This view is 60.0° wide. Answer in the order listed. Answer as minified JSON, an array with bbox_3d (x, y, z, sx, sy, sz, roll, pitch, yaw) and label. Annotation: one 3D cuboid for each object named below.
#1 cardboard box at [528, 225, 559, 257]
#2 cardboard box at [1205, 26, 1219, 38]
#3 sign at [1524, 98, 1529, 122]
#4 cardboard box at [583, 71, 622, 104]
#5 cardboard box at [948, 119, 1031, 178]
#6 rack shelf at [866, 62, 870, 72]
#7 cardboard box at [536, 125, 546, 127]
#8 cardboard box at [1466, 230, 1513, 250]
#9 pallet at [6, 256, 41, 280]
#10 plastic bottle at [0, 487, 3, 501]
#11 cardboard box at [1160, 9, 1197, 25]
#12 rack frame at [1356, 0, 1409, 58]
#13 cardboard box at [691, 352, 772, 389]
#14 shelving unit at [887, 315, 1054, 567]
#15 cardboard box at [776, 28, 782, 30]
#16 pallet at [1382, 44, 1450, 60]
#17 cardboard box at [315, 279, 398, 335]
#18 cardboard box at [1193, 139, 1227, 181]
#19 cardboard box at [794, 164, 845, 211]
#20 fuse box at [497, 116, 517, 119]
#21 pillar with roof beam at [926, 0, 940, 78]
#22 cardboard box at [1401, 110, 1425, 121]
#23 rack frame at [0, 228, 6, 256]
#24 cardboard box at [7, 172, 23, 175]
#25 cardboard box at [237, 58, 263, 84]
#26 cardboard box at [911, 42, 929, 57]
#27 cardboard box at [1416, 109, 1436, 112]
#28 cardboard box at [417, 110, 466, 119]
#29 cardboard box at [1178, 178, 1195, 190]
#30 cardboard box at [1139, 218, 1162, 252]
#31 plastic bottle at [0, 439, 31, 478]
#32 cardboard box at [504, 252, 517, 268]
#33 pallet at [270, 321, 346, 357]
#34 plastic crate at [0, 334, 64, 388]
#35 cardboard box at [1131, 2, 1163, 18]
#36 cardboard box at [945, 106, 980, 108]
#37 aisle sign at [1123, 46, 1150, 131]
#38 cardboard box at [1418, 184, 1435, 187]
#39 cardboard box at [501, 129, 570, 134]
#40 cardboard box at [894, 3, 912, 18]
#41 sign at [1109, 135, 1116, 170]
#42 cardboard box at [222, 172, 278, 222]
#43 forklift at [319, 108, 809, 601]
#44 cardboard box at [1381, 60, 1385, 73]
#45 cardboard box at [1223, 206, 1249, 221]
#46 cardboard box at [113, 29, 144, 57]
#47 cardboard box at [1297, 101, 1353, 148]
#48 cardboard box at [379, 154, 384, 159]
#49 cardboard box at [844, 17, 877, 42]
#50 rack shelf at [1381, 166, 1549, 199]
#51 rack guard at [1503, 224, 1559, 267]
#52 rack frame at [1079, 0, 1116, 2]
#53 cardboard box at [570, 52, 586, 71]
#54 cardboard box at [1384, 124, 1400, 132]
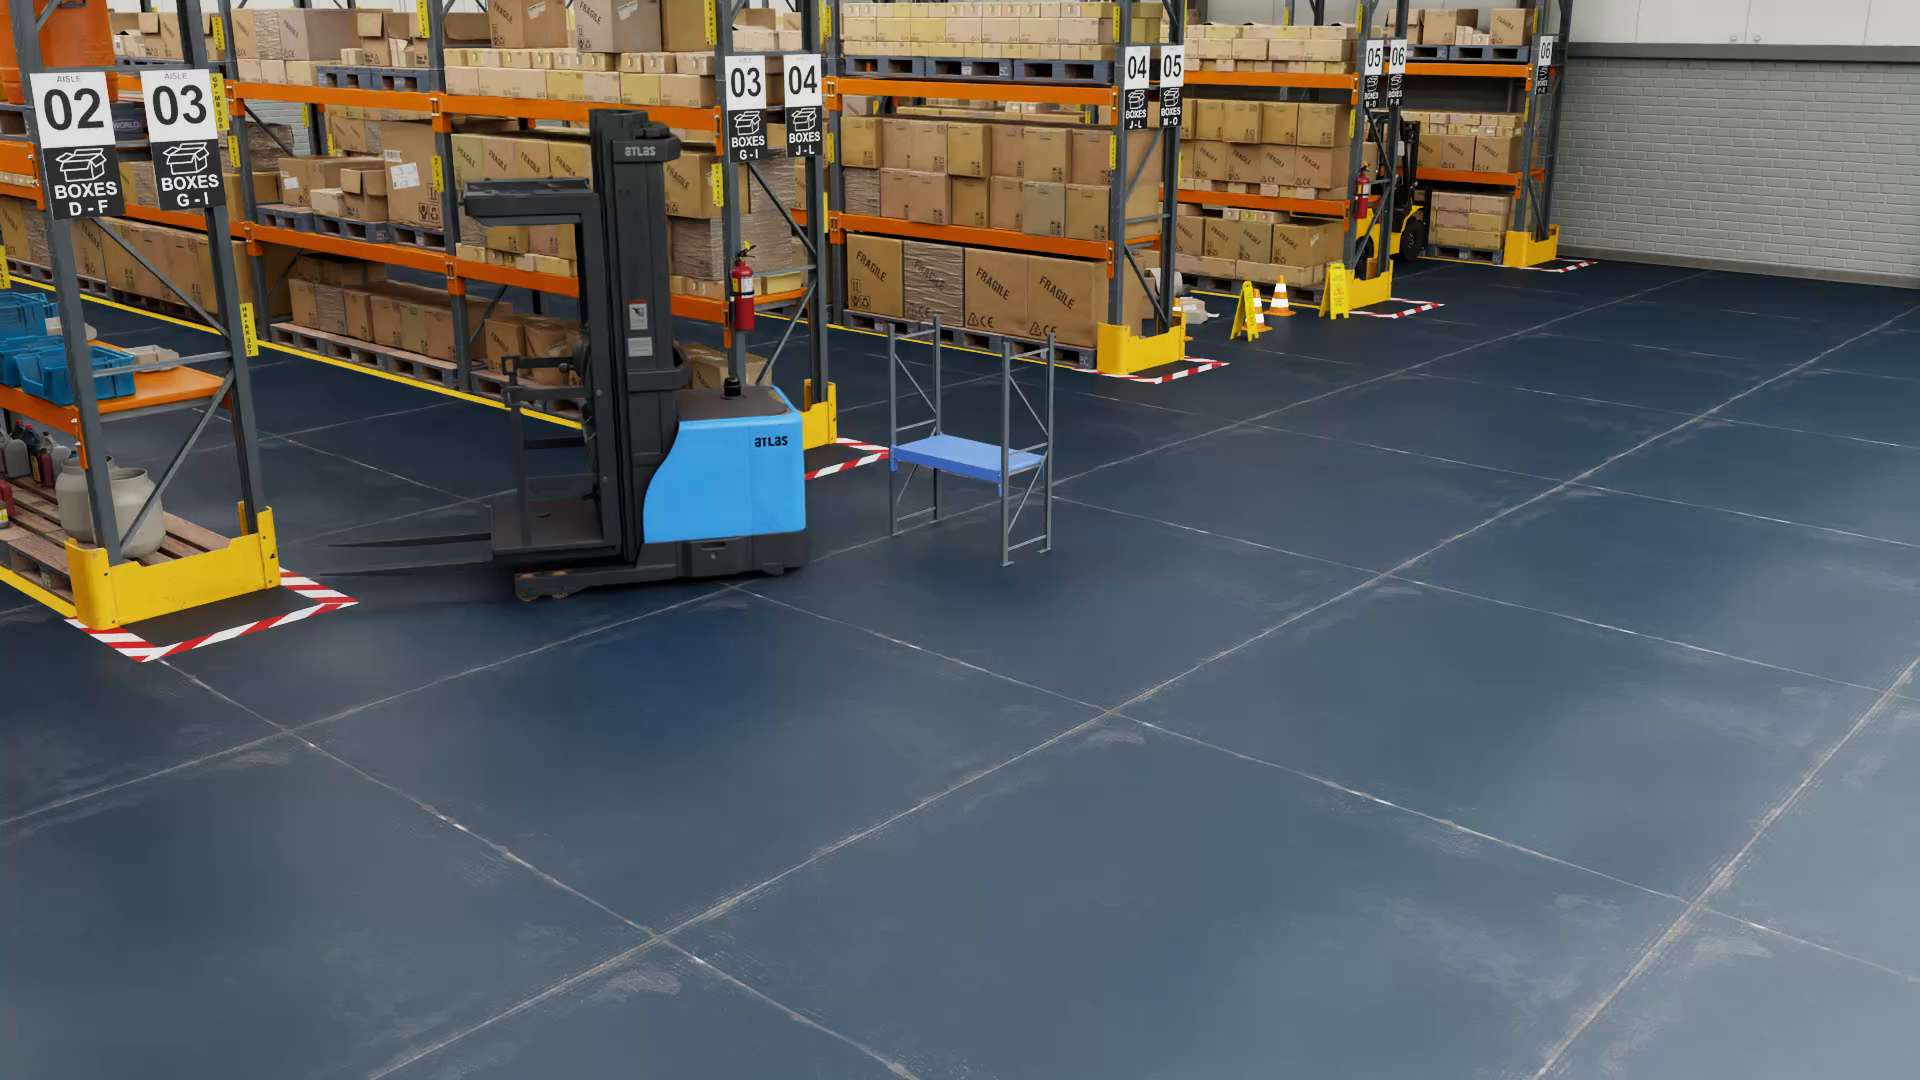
[{"bbox_3d":[-3.396,-2.867,15.029,0.500,0.500,0.875,15,23,39],"label":"cardboard box"},{"bbox_3d":[3.331,-6.469,21.176,0.250,0.149,0.380,16,23,40],"label":"cardboard box"},{"bbox_3d":[8.008,-6.075,23.490,0.005,0.325,0.100,15,23,39],"label":"sign"},{"bbox_3d":[-2.774,-3.766,13.810,0.500,0.250,0.500,16,23,40],"label":"cardboard box"},{"bbox_3d":[0.341,-4.246,17.998,0.500,0.550,0.875,15,23,39],"label":"cardboard box"},{"bbox_3d":[-2.393,-7.501,26.520,4.000,0.370,1.077,15,23,39],"label":"rack shelf"},{"bbox_3d":[-6.079,-5.845,23.807,0.250,0.149,0.380,15,23,39],"label":"cardboard box"},{"bbox_3d":[7.817,-4.443,24.504,0.500,0.250,0.500,15,23,40],"label":"cardboard box"},{"bbox_3d":[-12.808,-3.905,23.568,1.213,0.211,1.003,15,23,39],"label":"pallet"},{"bbox_3d":[-6.614,-0.282,11.316,0.135,0.276,0.152,15,23,40],"label":"plastic bottle"},{"bbox_3d":[3.536,-8.457,27.317,0.500,0.500,0.500,16,23,41],"label":"cardboard box"},{"bbox_3d":[5.087,-7.266,19.631,0.127,3.000,1.000,15,23,39],"label":"rack frame"},{"bbox_3d":[-1.947,-1.302,14.195,0.500,0.500,0.500,-13,22,-36],"label":"cardboard box"},{"bbox_3d":[0.064,-0.698,11.331,1.048,1.500,0.538,15,23,39],"label":"shelving unit"},{"bbox_3d":[-2.755,-7.936,26.228,0.396,0.266,0.258,-16,24,-41],"label":"cardboard box"},{"bbox_3d":[6.950,-7.311,24.876,1.213,0.211,1.003,15,23,39],"label":"pallet"},{"bbox_3d":[-6.537,-2.551,18.095,0.500,0.500,0.700,13,22,35],"label":"cardboard box"},{"bbox_3d":[3.388,-4.952,21.598,0.500,0.500,0.500,15,23,40],"label":"cardboard box"},{"bbox_3d":[-1.683,-4.162,19.600,0.500,0.500,0.500,15,23,39],"label":"cardboard box"},{"bbox_3d":[-9.610,-8.578,35.812,0.414,1.711,0.539,15,23,39],"label":"fuse box"},{"bbox_3d":[-3.377,-10.169,28.778,0.400,9.000,9.100,15,23,39],"label":"pillar with roof beam"},{"bbox_3d":[6.820,-6.360,24.964,0.250,0.149,0.380,15,23,40],"label":"cardboard box"},{"bbox_3d":[-13.458,-5.377,23.596,0.127,3.000,1.000,15,23,39],"label":"rack frame"},{"bbox_3d":[-12.512,-5.085,22.433,0.500,0.250,0.500,14,22,37],"label":"cardboard box"},{"bbox_3d":[-7.292,-4.977,17.625,0.500,0.250,0.500,16,23,40],"label":"cardboard box"},{"bbox_3d":[-0.306,-5.273,17.867,0.250,0.149,0.380,15,23,38],"label":"cardboard box"},{"bbox_3d":[7.131,-6.462,25.285,0.250,0.149,0.380,15,23,40],"label":"cardboard box"},{"bbox_3d":[-7.630,-6.375,24.431,0.500,0.500,0.500,14,22,37],"label":"cardboard box"},{"bbox_3d":[3.068,-4.695,21.863,0.250,0.149,0.380,15,23,40],"label":"cardboard box"},{"bbox_3d":[2.765,-4.172,22.412,0.500,0.500,0.500,16,24,41],"label":"cardboard box"},{"bbox_3d":[-7.034,-0.617,12.374,0.135,0.276,0.152,15,23,39],"label":"plastic bottle"},{"bbox_3d":[-3.945,-2.592,15.234,0.250,0.149,0.380,15,23,39],"label":"cardboard box"},{"bbox_3d":[-6.891,-2.284,18.461,1.213,0.211,1.003,15,23,39],"label":"pallet"},{"bbox_3d":[-5.834,-1.138,10.483,0.408,0.251,0.499,15,23,39],"label":"plastic crate"},{"bbox_3d":[1.838,-5.343,16.768,0.250,0.149,0.380,15,23,40],"label":"cardboard box"},{"bbox_3d":[0.022,-6.273,25.067,0.500,0.500,0.500,15,23,38],"label":"cardboard box"},{"bbox_3d":[1.730,-4.423,16.293,0.004,0.787,0.394,15,23,39],"label":"aisle sign"},{"bbox_3d":[7.023,-5.343,25.686,0.500,0.250,0.500,14,23,38],"label":"cardboard box"},{"bbox_3d":[-3.964,-3.606,15.704,0.500,0.500,0.500,15,23,39],"label":"cardboard box"},{"bbox_3d":[-0.498,-5.705,17.907,0.250,0.149,0.380,15,23,38],"label":"cardboard box"},{"bbox_3d":[1.506,-3.811,16.356,0.005,0.325,0.100,15,23,39],"label":"sign"},{"bbox_3d":[-8.008,-3.861,18.655,0.500,0.500,0.500,16,24,41],"label":"cardboard box"},{"bbox_3d":[-2.568,-1.192,10.523,3.031,2.935,1.130,-5,18,-15],"label":"forklift"},{"bbox_3d":[5.054,-5.857,20.564,0.250,0.149,0.380,15,23,39],"label":"cardboard box"},{"bbox_3d":[3.613,-4.228,21.514,0.250,0.149,0.380,16,24,42],"label":"cardboard box"},{"bbox_3d":[-9.706,-5.921,19.803,0.500,0.311,0.500,14,22,37],"label":"cardboard box"},{"bbox_3d":[4.560,-5.126,20.494,0.500,0.500,0.700,14,23,38],"label":"cardboard box"},{"bbox_3d":[-8.685,-5.858,25.527,0.250,0.149,0.380,16,23,40],"label":"cardboard box"},{"bbox_3d":[-0.935,-5.656,18.412,0.500,0.250,0.500,15,23,40],"label":"cardboard box"},{"bbox_3d":[6.883,-5.589,25.453,4.000,0.370,1.077,15,23,39],"label":"rack shelf"},{"bbox_3d":[8.396,-4.334,24.442,0.348,0.500,1.175,15,23,39],"label":"rack guard"},{"bbox_3d":[2.395,-9.996,28.233,0.127,3.000,1.000,15,23,39],"label":"rack frame"},{"bbox_3d":[-3.049,-4.026,13.970,0.250,0.149,0.380,14,22,37],"label":"cardboard box"},{"bbox_3d":[6.594,-6.252,25.115,0.250,0.149,0.380,14,23,38],"label":"cardboard box"}]
